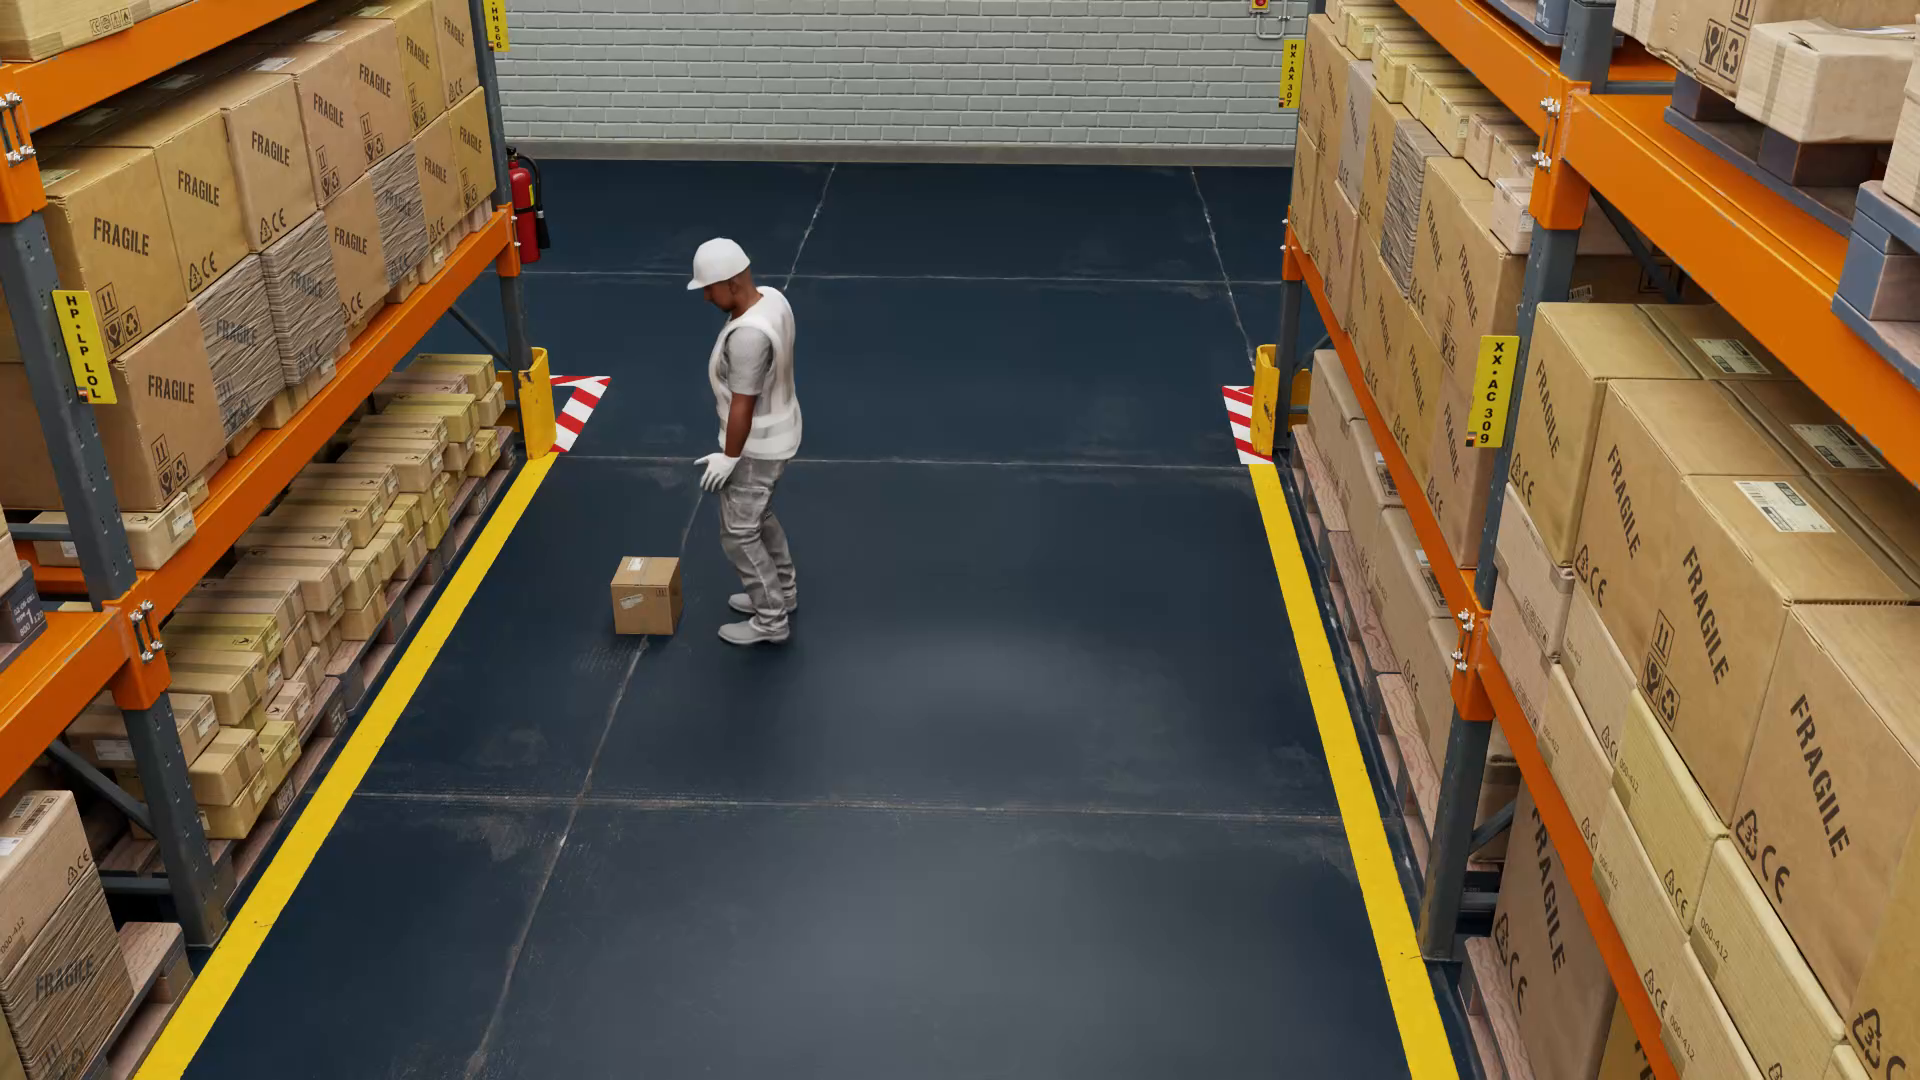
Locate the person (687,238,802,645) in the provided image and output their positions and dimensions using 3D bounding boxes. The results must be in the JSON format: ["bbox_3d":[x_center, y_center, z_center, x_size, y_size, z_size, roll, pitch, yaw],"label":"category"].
[{"bbox_3d":[-0.869,-0.397,6.888,0.414,1.754,0.563,2,28,3],"label":"person"}]
